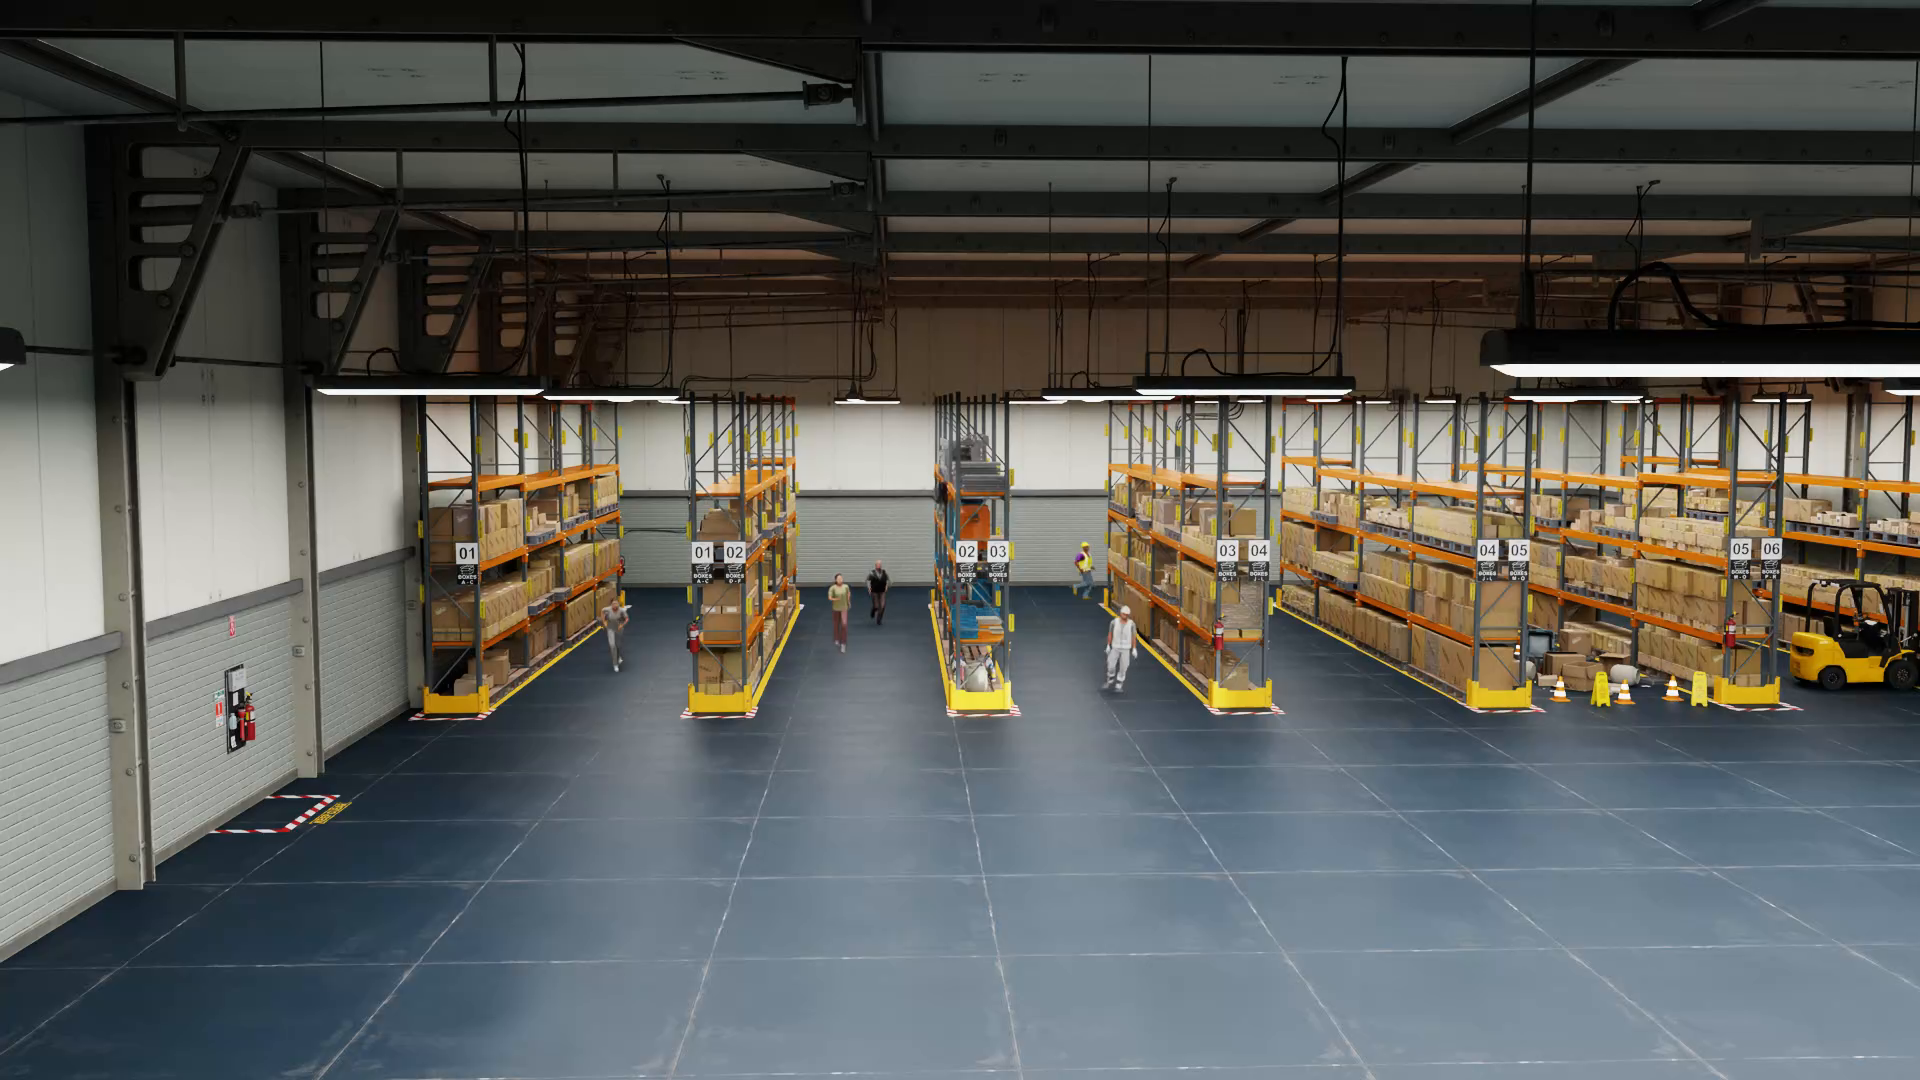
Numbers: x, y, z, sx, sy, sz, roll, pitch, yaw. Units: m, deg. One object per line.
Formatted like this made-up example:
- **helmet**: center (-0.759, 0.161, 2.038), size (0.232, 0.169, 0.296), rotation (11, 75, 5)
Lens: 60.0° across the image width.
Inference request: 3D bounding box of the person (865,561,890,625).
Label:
- **person**: center (-2.167, 1.383, 43.960), size (0.673, 1.680, 0.622), rotation (-1, 5, -16)

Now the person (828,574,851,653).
- **person**: center (-2.710, 1.629, 37.413), size (0.528, 1.767, 0.775), rotation (-1, 5, -9)

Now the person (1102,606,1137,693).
- **person**: center (3.185, 2.170, 33.176), size (0.691, 1.751, 0.521), rotation (0, 5, 2)

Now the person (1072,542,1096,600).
- **person**: center (3.682, 0.923, 49.356), size (0.618, 1.730, 0.712), rotation (3, 5, 31)

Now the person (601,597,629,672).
- **person**: center (-7.541, 2.030, 36.413), size (0.606, 1.628, 1.003), rotation (0, 5, -5)
